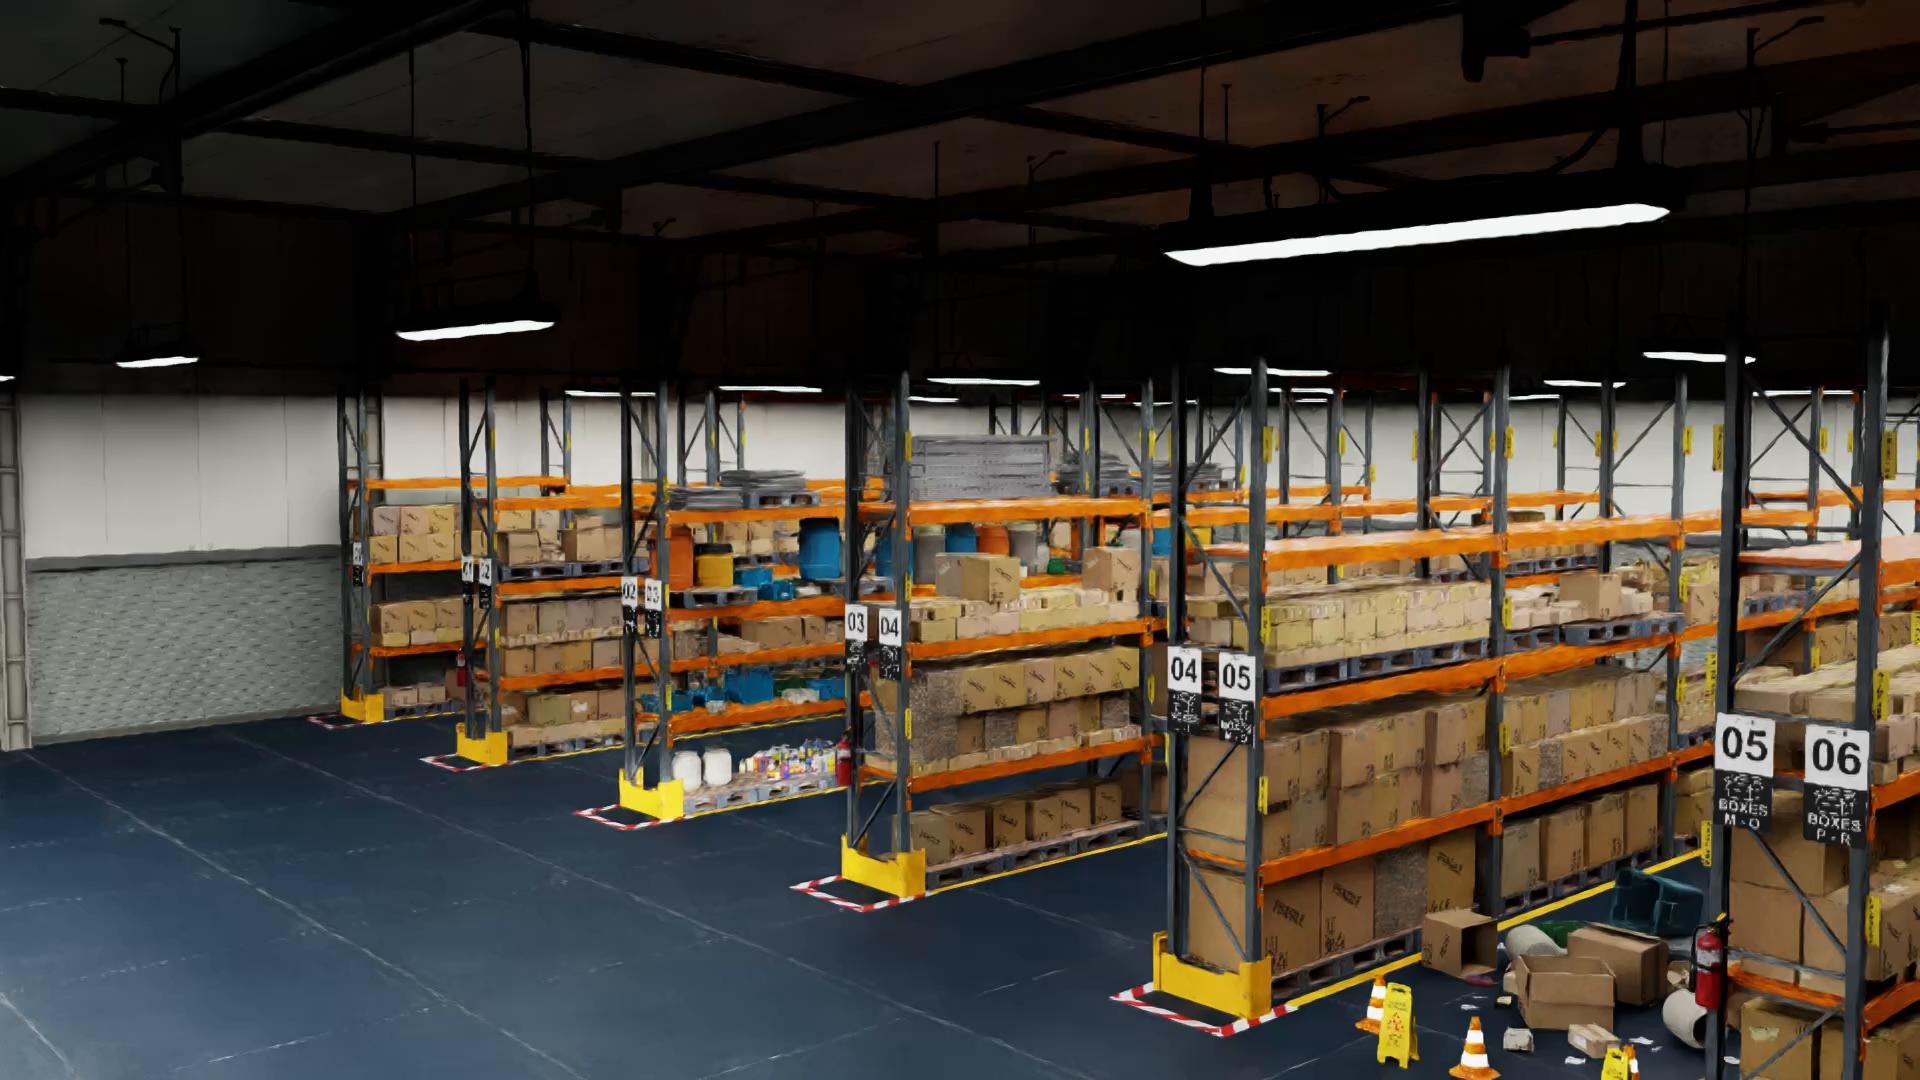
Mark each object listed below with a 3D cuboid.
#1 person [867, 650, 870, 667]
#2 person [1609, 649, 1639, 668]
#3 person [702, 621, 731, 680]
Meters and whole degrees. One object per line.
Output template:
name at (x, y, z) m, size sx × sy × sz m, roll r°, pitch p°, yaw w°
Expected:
person at (-2.118, 1.952, 35.584) m, size 0.463 × 1.731 × 0.598 m, roll 2°, pitch 4°, yaw 29°
person at (12.743, 2.213, 32.012) m, size 0.586 × 1.712 × 0.973 m, roll 2°, pitch 4°, yaw 25°
person at (-4.528, 2.268, 31.402) m, size 0.969 × 1.543 × 0.443 m, roll -4°, pitch 5°, yaw -44°
